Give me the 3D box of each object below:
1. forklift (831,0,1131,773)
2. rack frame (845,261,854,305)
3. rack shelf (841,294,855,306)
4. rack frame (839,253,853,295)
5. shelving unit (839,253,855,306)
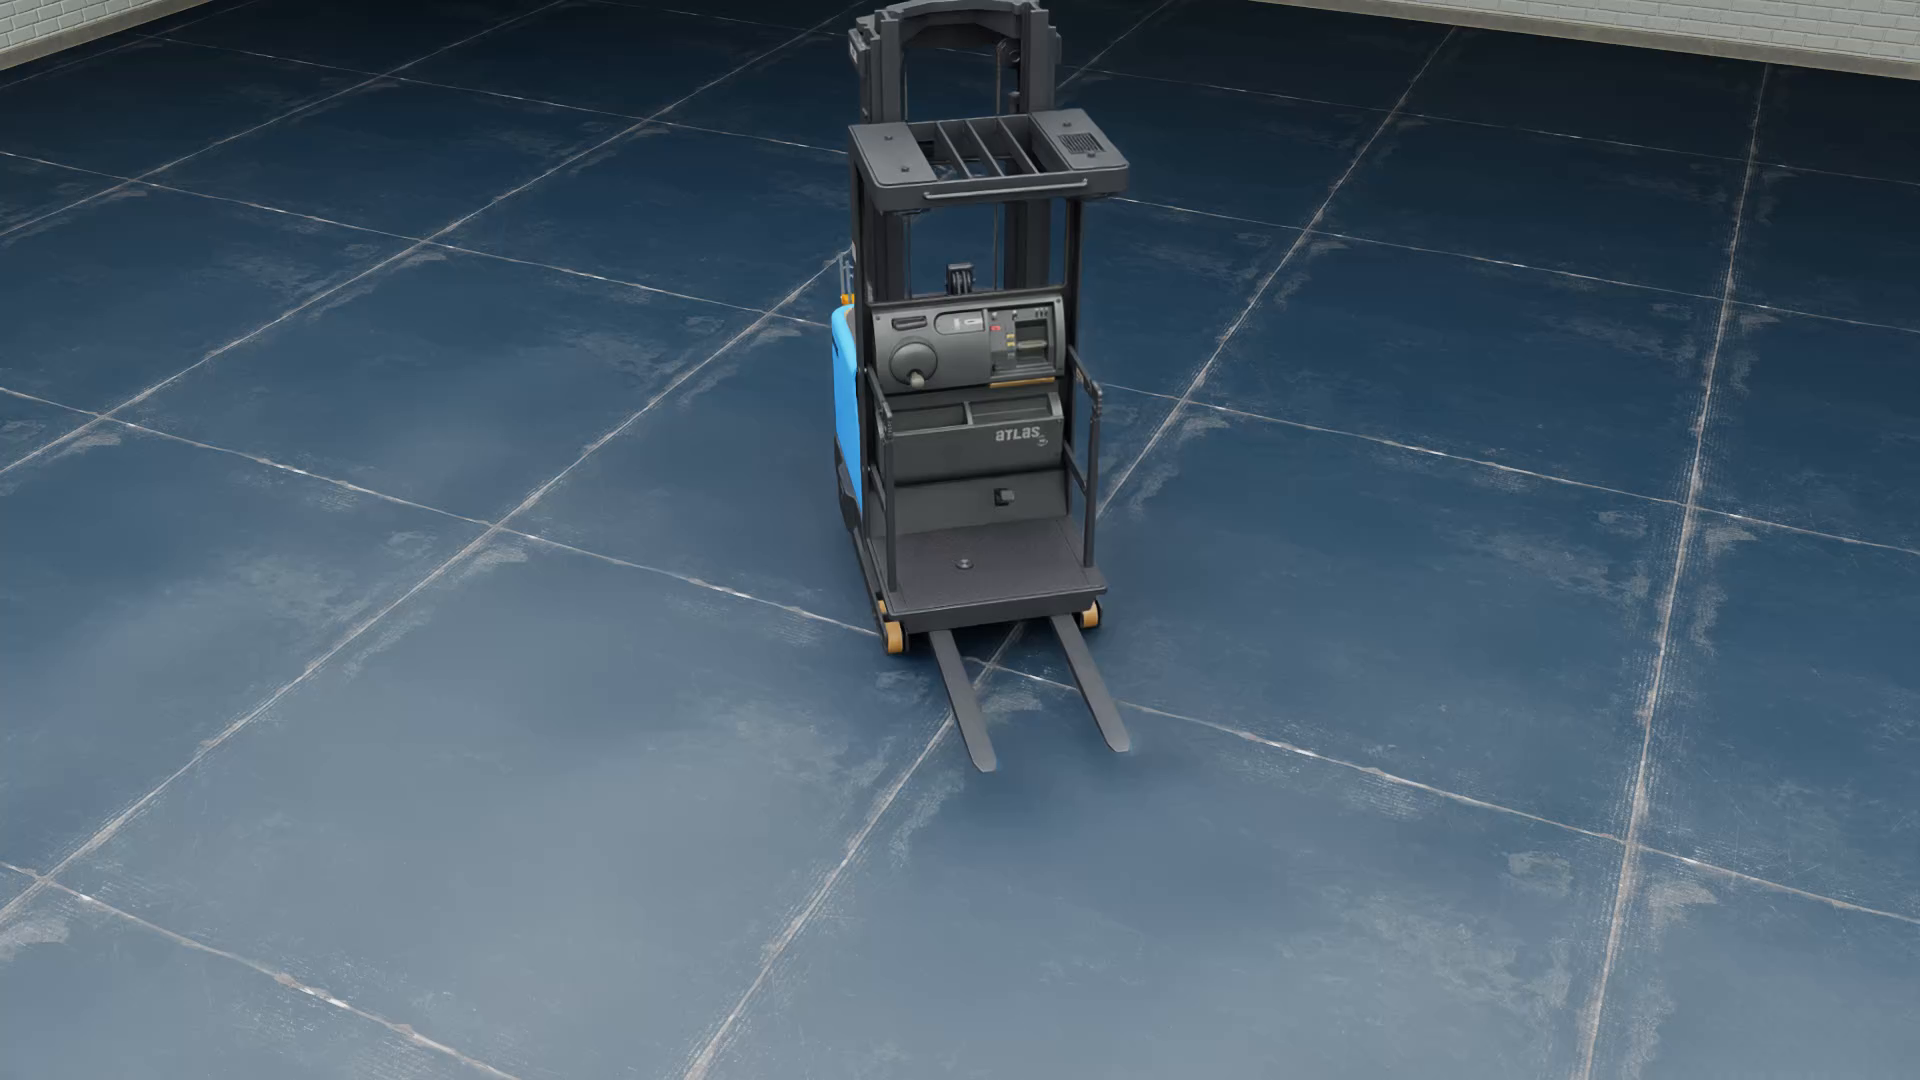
[{"bbox_3d":[0.096,-0.886,7.797,1.130,2.935,3.031,-7,34,-10],"label":"forklift"},{"bbox_3d":[-0.497,-1.024,9.543,0.240,1.200,0.006,-9,24,-13],"label":"rack frame"},{"bbox_3d":[-0.536,-1.347,9.498,0.258,0.103,0.180,-9,24,-13],"label":"rack shelf"},{"bbox_3d":[-0.546,-1.093,9.705,0.240,1.200,0.006,-9,24,-13],"label":"rack frame"},{"bbox_3d":[-0.521,-1.058,9.624,0.258,1.200,0.189,-9,24,-13],"label":"shelving unit"}]
